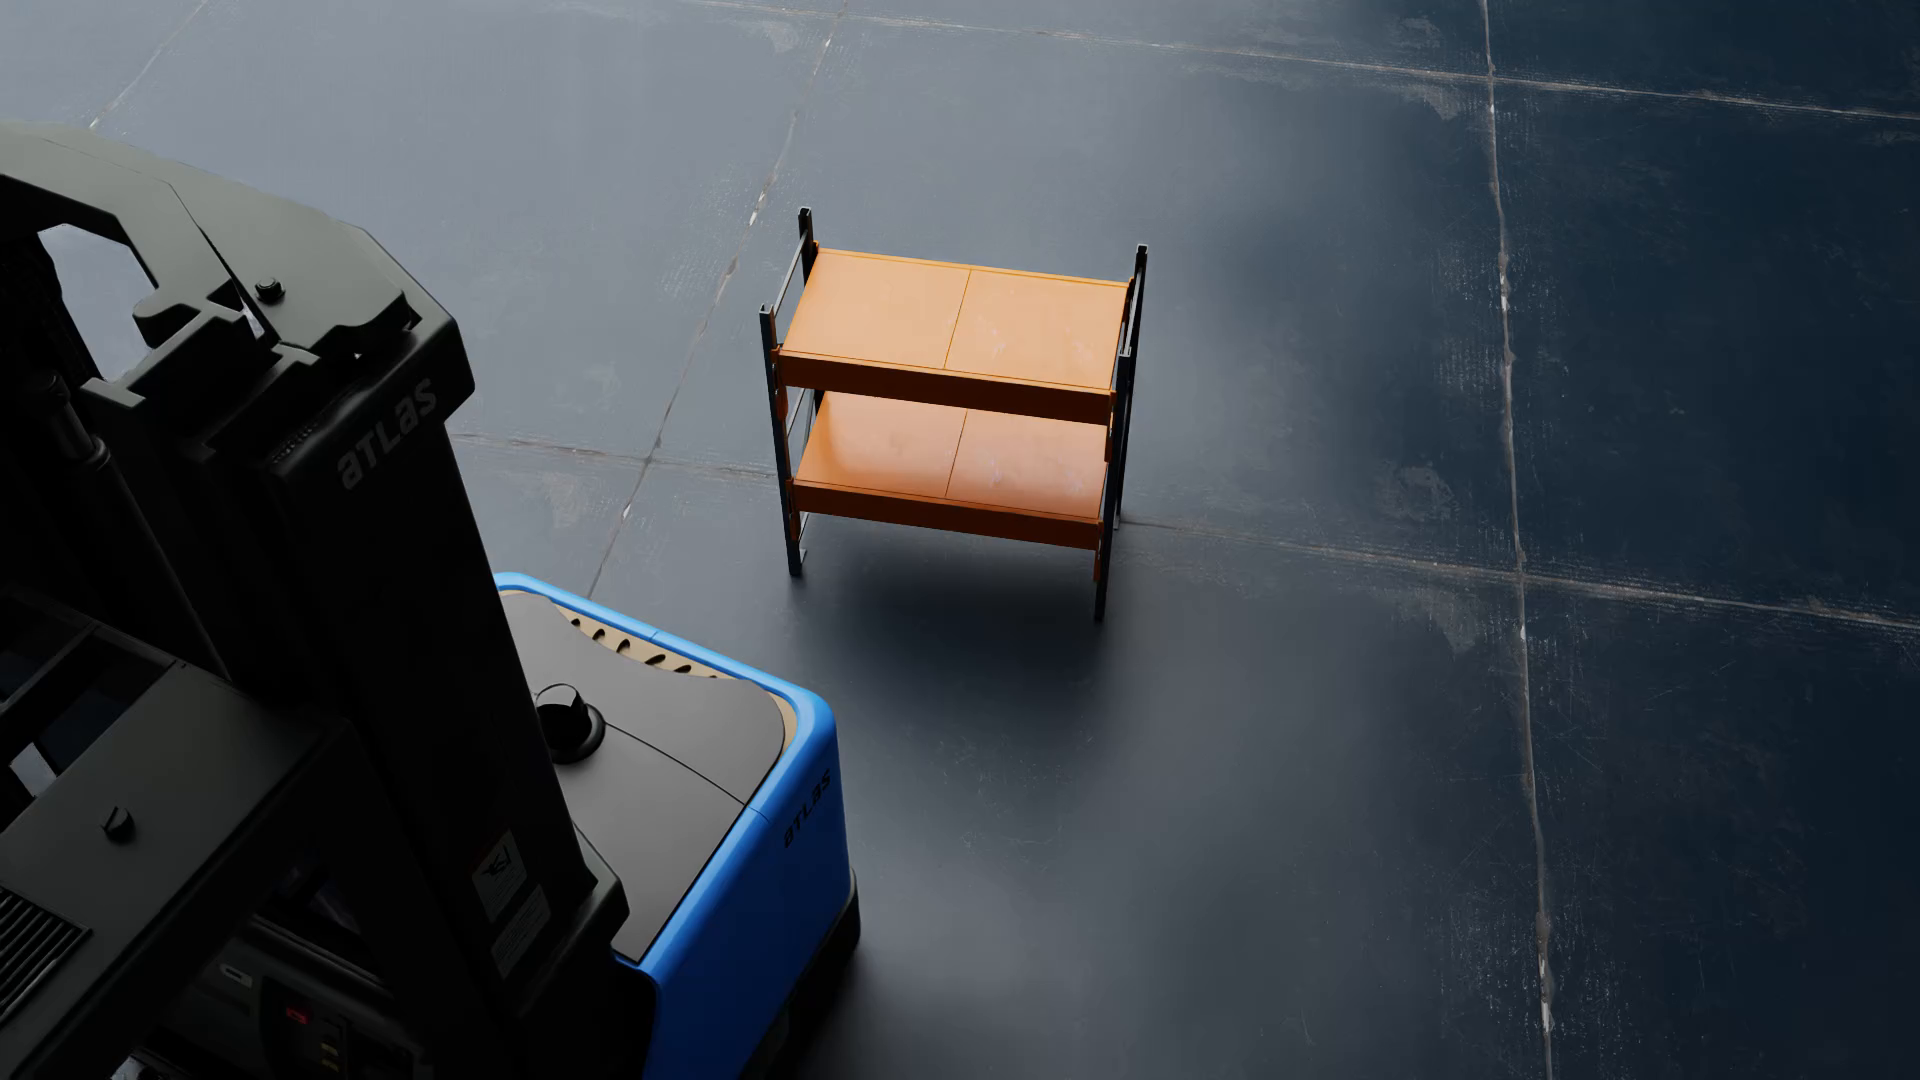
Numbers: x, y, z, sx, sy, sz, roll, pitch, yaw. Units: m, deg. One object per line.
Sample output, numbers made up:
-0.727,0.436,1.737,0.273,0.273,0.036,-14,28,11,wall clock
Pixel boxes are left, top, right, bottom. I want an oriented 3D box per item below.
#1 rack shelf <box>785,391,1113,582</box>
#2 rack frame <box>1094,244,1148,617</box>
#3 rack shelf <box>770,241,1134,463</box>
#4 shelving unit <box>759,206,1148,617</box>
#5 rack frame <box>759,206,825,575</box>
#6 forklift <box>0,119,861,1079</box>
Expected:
-0.007,-0.213,5.378,1.000,0.278,0.538,8,49,7,rack shelf
0.494,-0.310,5.135,0.032,1.125,0.500,8,49,7,rack frame
-0.007,-0.572,4.978,1.000,0.278,0.538,8,49,7,rack shelf
-0.007,-0.377,5.196,1.048,1.125,0.538,8,49,7,shelving unit
-0.507,-0.444,5.256,0.032,1.125,0.500,8,49,7,rack frame
-1.378,0.937,2.801,1.130,2.935,3.031,20,51,17,forklift
